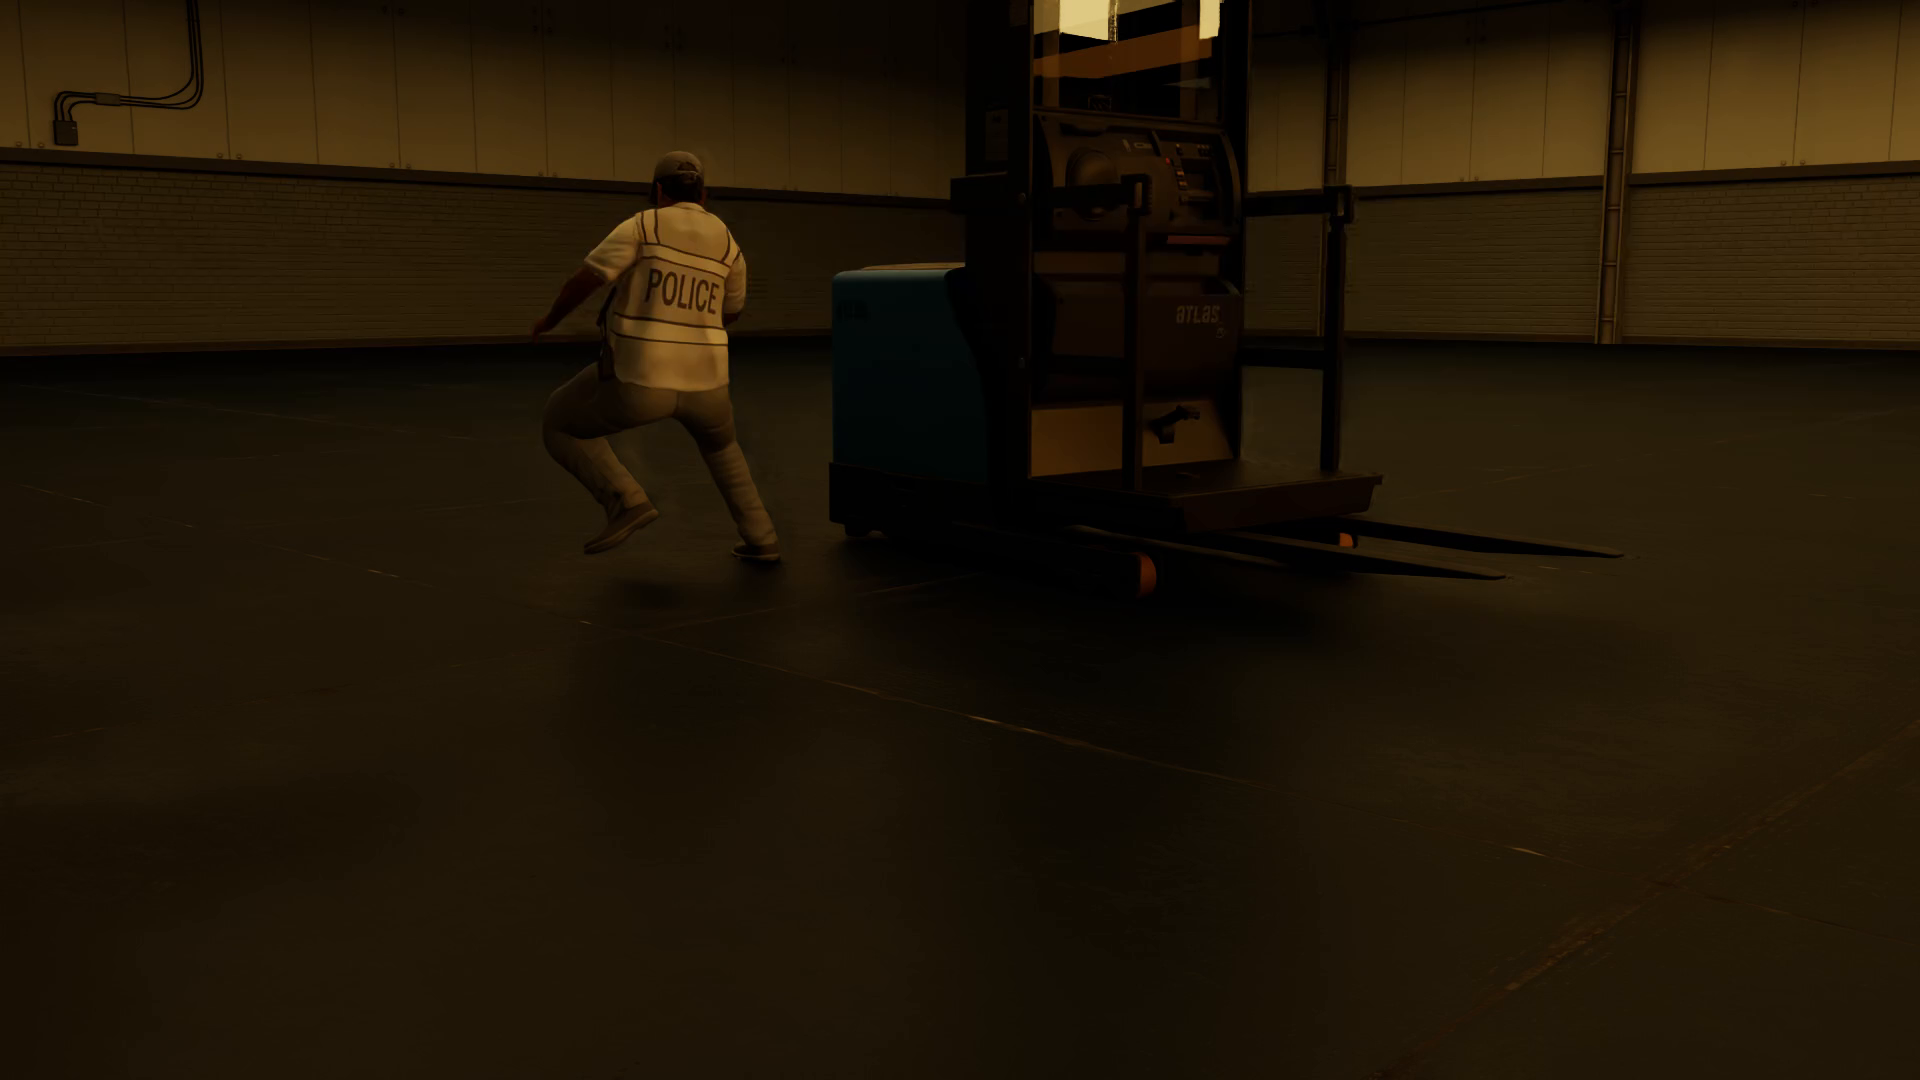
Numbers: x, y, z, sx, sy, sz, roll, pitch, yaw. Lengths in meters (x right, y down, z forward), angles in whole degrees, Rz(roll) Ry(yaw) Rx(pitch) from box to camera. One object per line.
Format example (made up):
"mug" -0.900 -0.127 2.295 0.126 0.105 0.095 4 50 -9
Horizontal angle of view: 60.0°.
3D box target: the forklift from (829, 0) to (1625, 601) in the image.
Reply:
"forklift" 0.778 -1.333 5.727 1.130 2.935 3.031 -7 11 -38

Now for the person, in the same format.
"person" -1.073 -0.629 5.949 0.853 1.477 0.745 -5 10 -29
